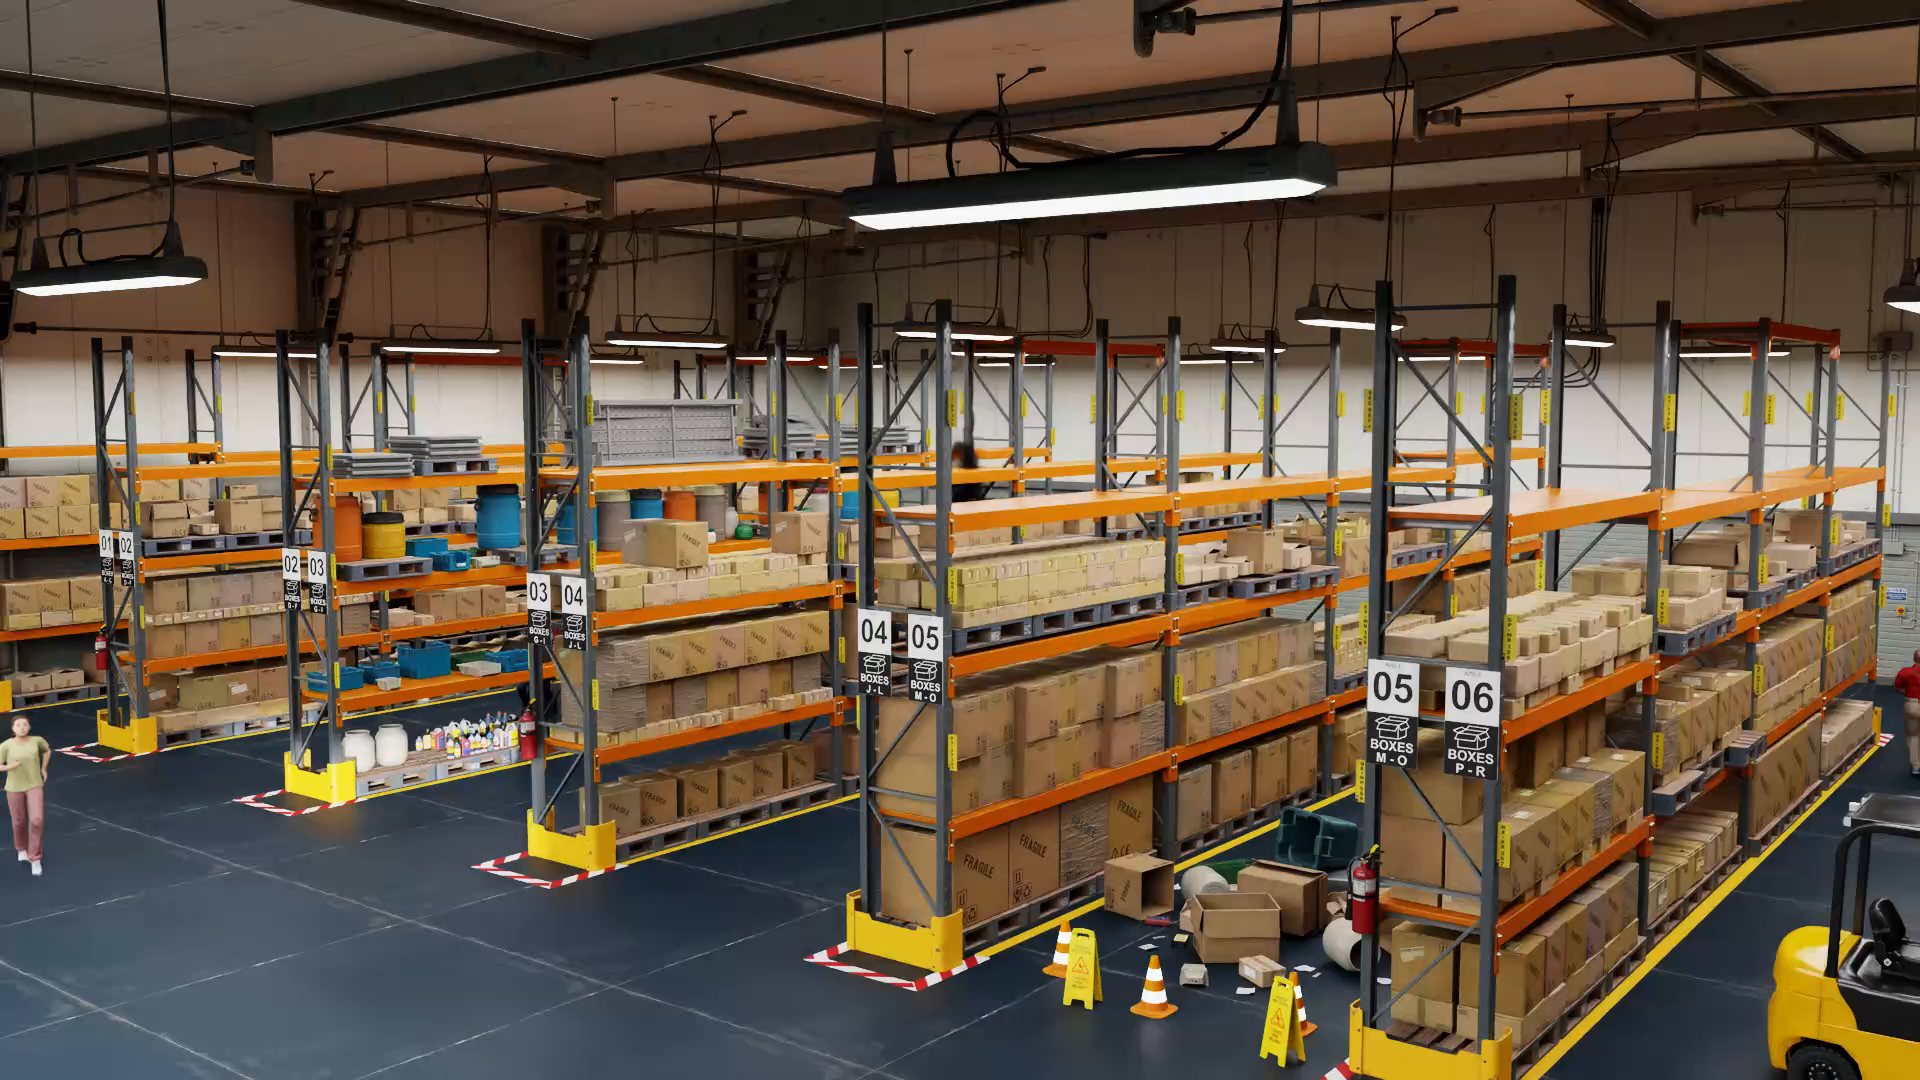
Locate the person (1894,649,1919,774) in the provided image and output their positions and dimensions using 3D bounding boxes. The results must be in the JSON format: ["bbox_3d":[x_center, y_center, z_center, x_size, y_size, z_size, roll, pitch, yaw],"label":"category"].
[{"bbox_3d":[13.110,2.338,22.705,0.652,1.718,0.653,2,6,26],"label":"person"}]

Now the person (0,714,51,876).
[{"bbox_3d":[-10.193,2.745,18.117,0.564,1.716,0.758,-3,6,-32],"label":"person"}]

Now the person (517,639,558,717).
[{"bbox_3d":[-6.698,2.072,26.327,0.574,1.685,0.720,3,6,28],"label":"person"}]
